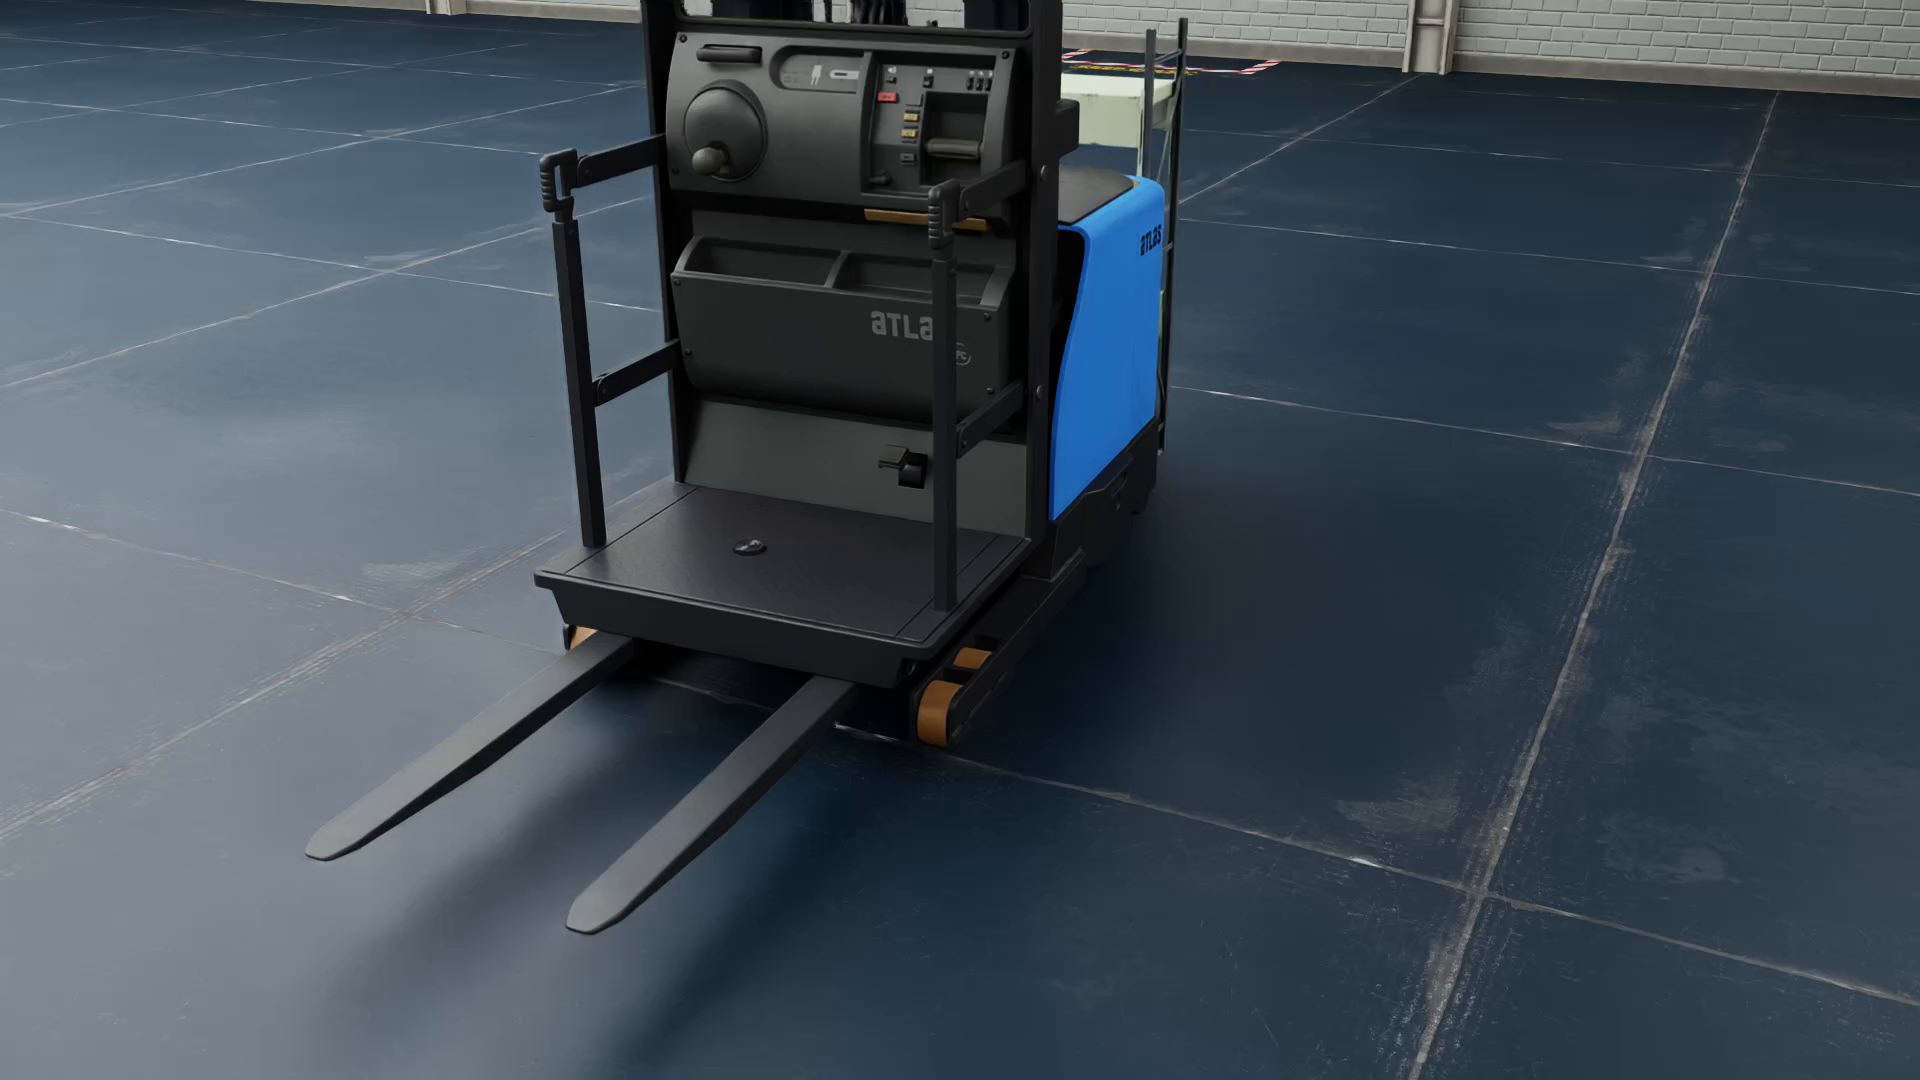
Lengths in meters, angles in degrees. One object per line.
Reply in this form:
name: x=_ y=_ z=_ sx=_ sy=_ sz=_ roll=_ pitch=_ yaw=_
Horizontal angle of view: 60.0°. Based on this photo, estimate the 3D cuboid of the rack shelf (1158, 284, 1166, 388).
rack shelf: x=0.320 y=-0.701 z=5.814 sx=0.720 sy=0.370 sz=0.431 roll=9 pitch=25 yaw=21

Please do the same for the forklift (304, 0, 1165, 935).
forklift: x=-0.389 y=-1.028 z=3.923 sx=1.130 sy=2.935 sz=3.031 roll=9 pitch=25 yaw=21

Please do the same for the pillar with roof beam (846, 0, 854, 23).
pillar with roof beam: x=-2.923 y=-8.089 z=12.772 sx=0.400 sy=9.000 sz=9.100 roll=11 pitch=25 yaw=25

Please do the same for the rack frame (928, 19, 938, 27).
rack frame: x=-0.017 y=-1.056 z=5.817 sx=0.023 sy=1.500 sz=0.400 roll=9 pitch=25 yaw=21

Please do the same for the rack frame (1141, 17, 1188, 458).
rack frame: x=0.658 y=-0.945 z=5.556 sx=0.023 sy=1.500 sz=0.400 roll=9 pitch=25 yaw=21

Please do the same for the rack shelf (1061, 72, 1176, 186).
rack shelf: x=0.320 y=-1.360 z=5.534 sx=0.720 sy=0.370 sz=0.431 roll=9 pitch=25 yaw=21

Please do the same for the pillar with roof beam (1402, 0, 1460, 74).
pillar with roof beam: x=2.431 y=-7.029 z=10.280 sx=0.400 sy=9.000 sz=9.100 roll=11 pitch=25 yaw=25

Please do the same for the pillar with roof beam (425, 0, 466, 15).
pillar with roof beam: x=-8.278 y=-9.148 z=15.263 sx=0.400 sy=9.000 sz=9.100 roll=11 pitch=25 yaw=25

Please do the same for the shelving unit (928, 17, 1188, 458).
shelving unit: x=0.320 y=-1.001 z=5.687 sx=0.755 sy=1.500 sz=0.431 roll=9 pitch=25 yaw=21
